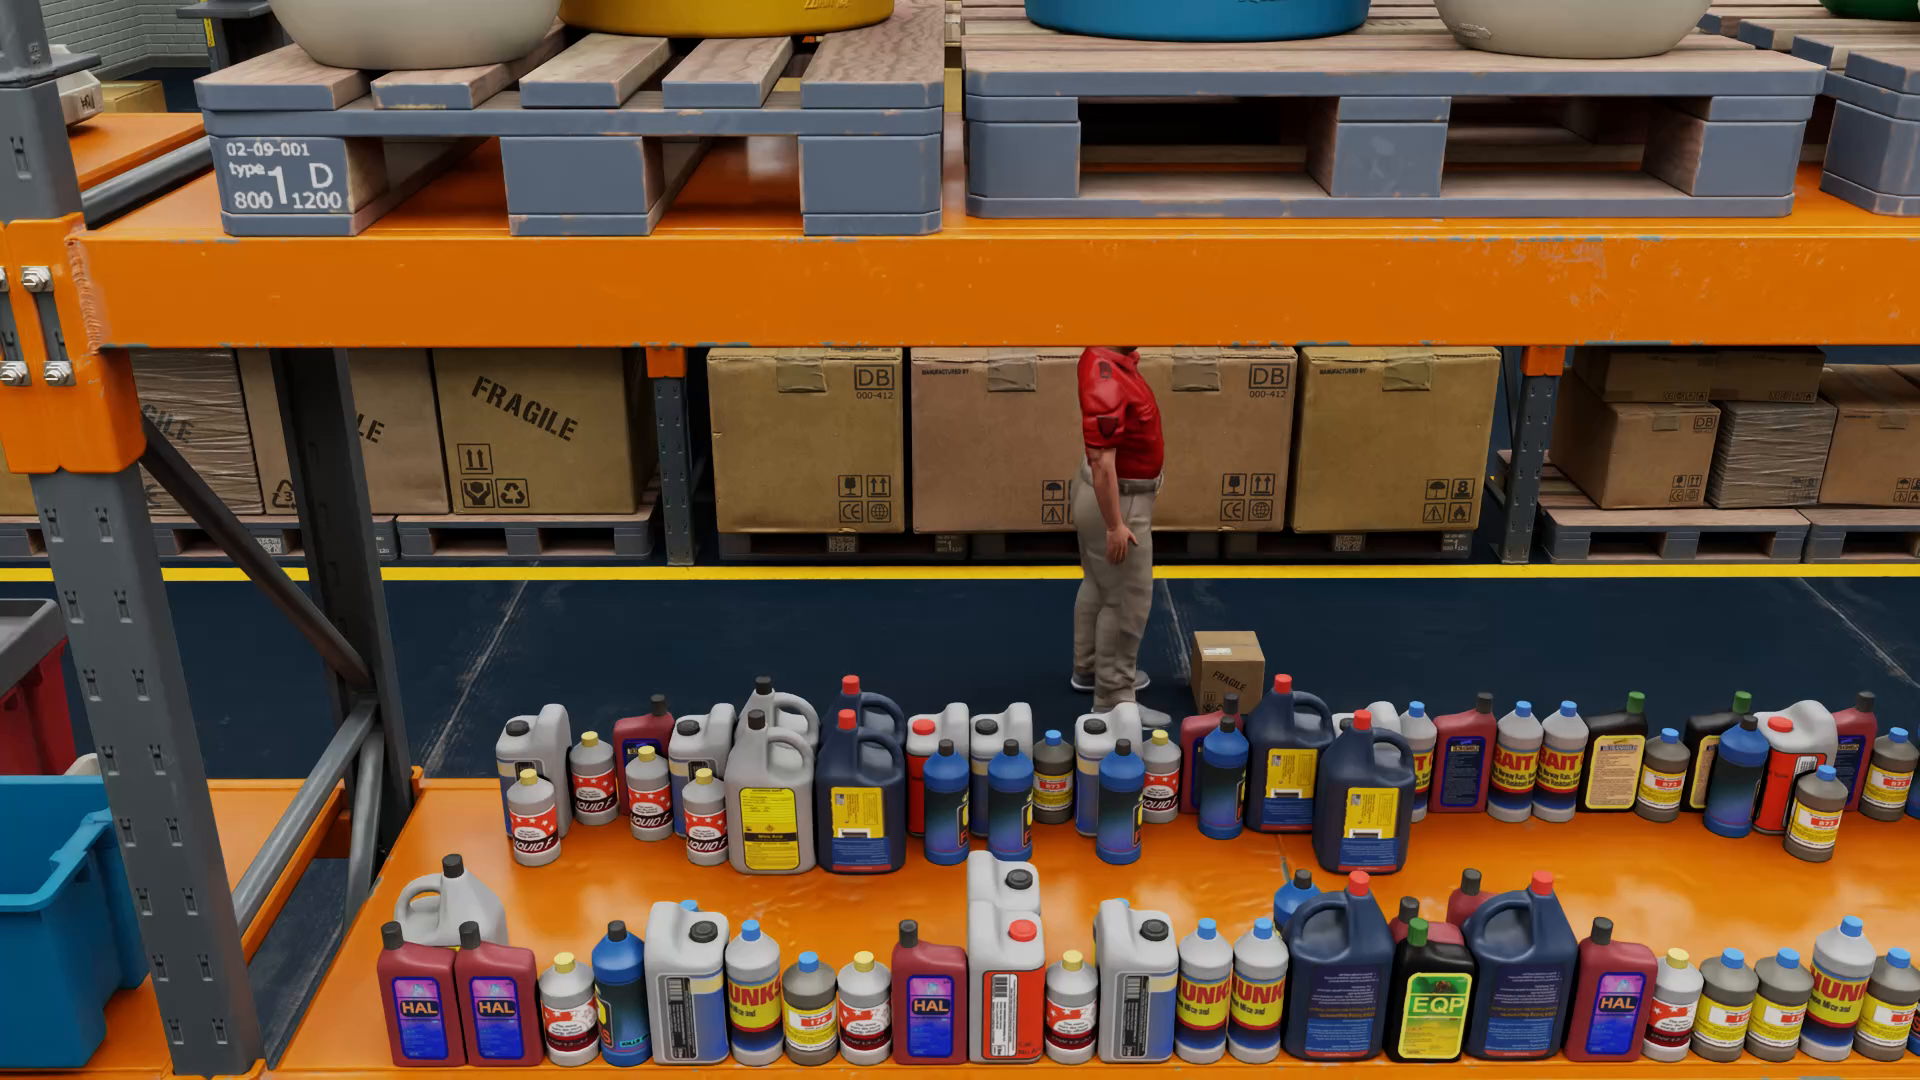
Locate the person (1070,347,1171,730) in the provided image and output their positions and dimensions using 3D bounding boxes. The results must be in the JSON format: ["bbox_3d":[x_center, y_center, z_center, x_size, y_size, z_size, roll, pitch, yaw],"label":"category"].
[{"bbox_3d":[0.638,-0.126,6.436,0.420,1.754,0.557,0,24,1],"label":"person"}]
